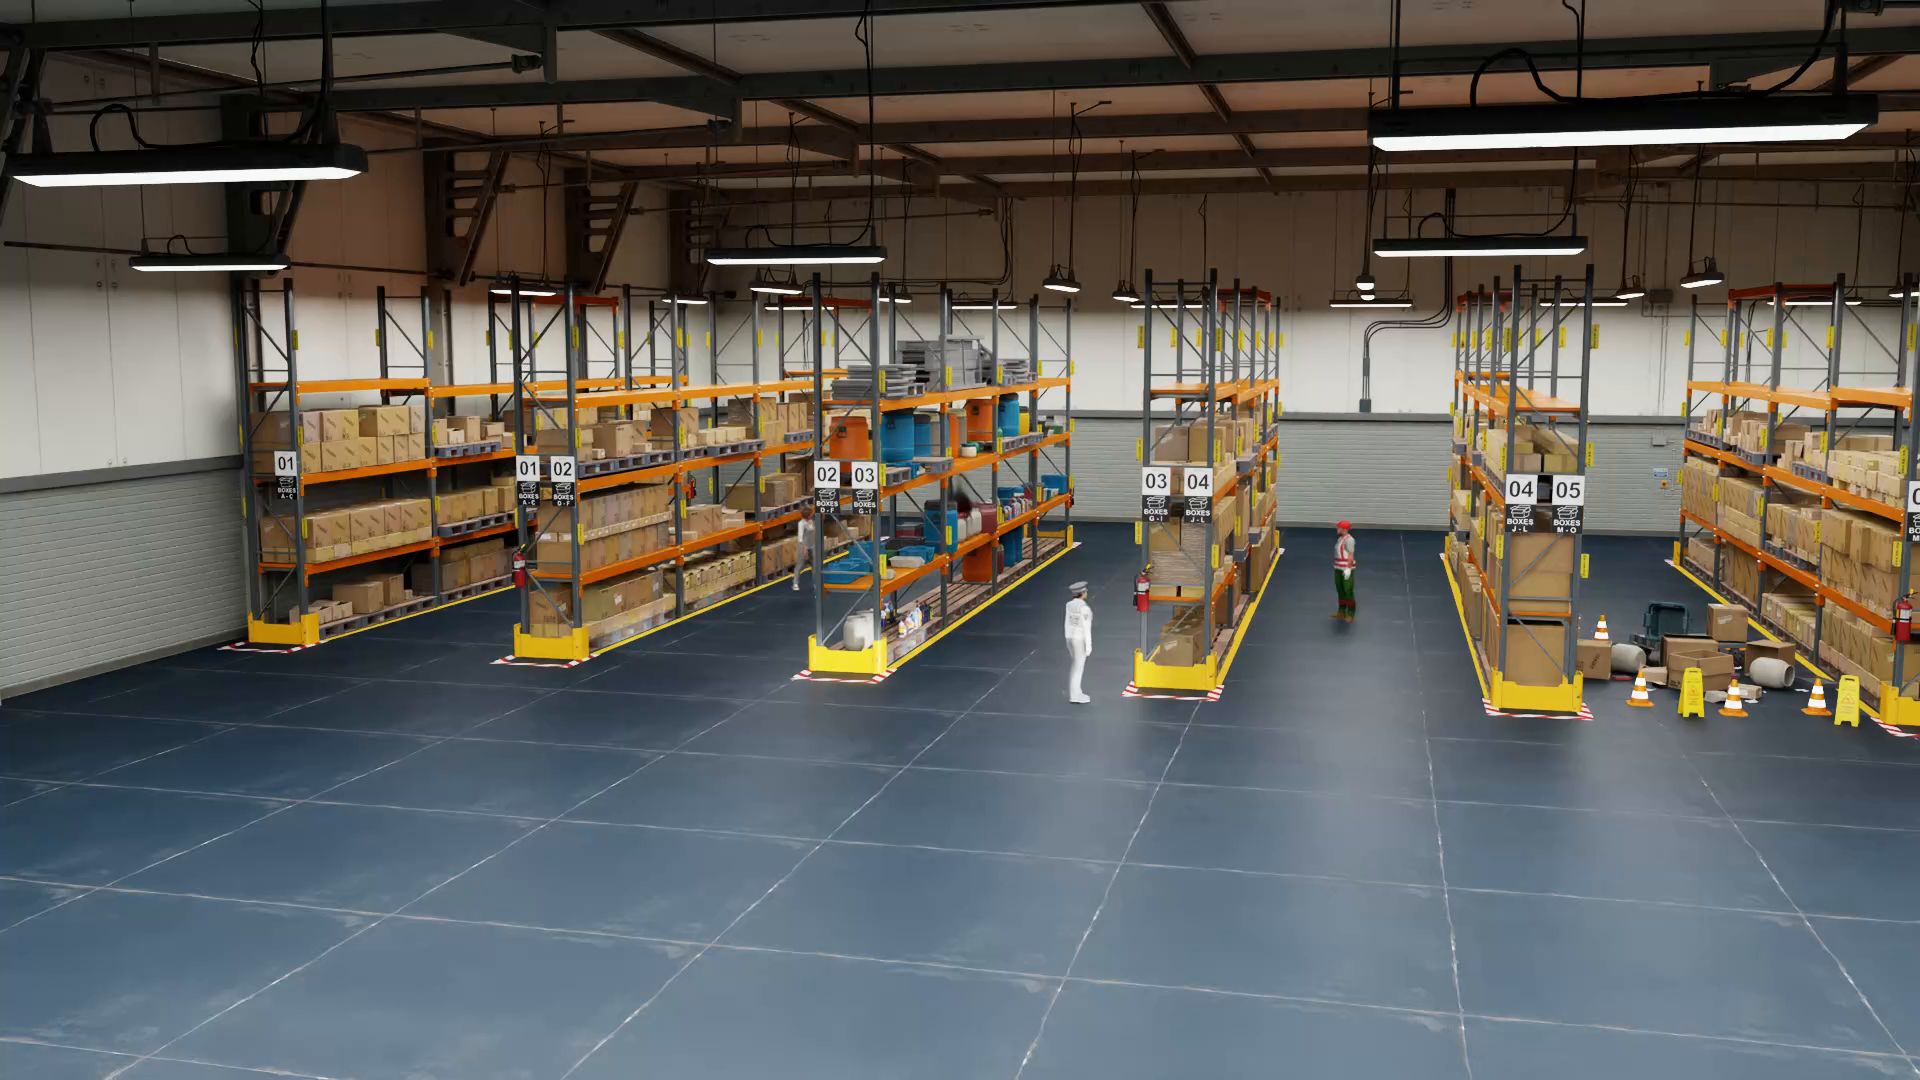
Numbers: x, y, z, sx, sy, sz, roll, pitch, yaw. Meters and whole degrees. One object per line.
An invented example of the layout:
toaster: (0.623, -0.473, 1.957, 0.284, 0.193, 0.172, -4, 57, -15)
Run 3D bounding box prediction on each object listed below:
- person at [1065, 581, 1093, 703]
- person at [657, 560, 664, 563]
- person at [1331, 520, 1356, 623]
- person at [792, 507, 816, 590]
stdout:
person: (1.697, 1.420, 23.111, 0.435, 1.706, 0.548, -3, 8, -26)
person: (-6.882, -0.305, 37.653, 0.380, 1.682, 0.495, 2, 7, 18)
person: (6.905, 0.554, 29.836, 0.363, 1.826, 0.550, -3, 8, -26)
person: (-2.874, 0.168, 31.475, 0.568, 1.598, 0.595, 6, 9, 41)
